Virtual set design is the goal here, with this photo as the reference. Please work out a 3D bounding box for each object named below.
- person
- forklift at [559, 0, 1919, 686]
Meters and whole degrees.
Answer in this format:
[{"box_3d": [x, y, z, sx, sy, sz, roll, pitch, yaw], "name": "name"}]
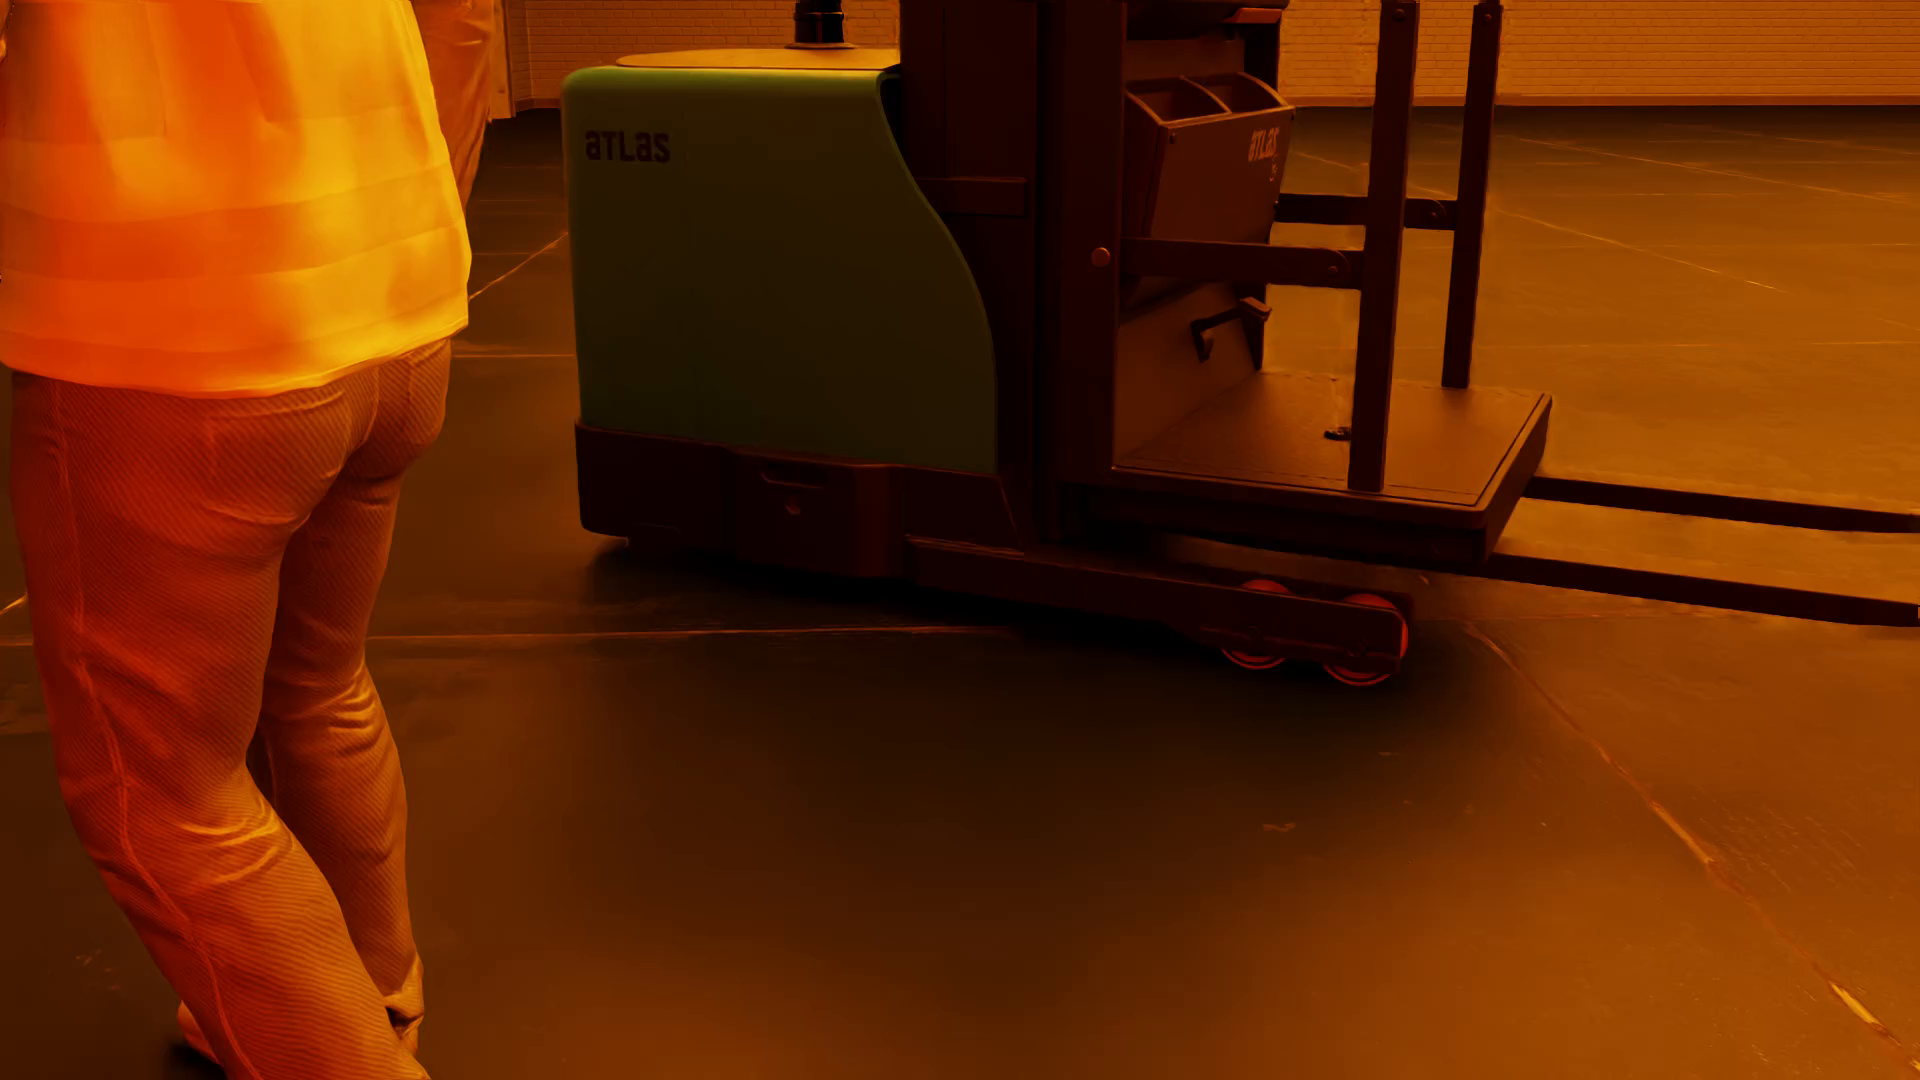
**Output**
[{"box_3d": [-0.728, -0.188, 1.525, 0.505, 1.760, 0.715, 5, 18, 16], "name": "person"}, {"box_3d": [0.694, -1.311, 3.194, 3.031, 2.935, 1.130, 8, 19, 24], "name": "forklift"}]
